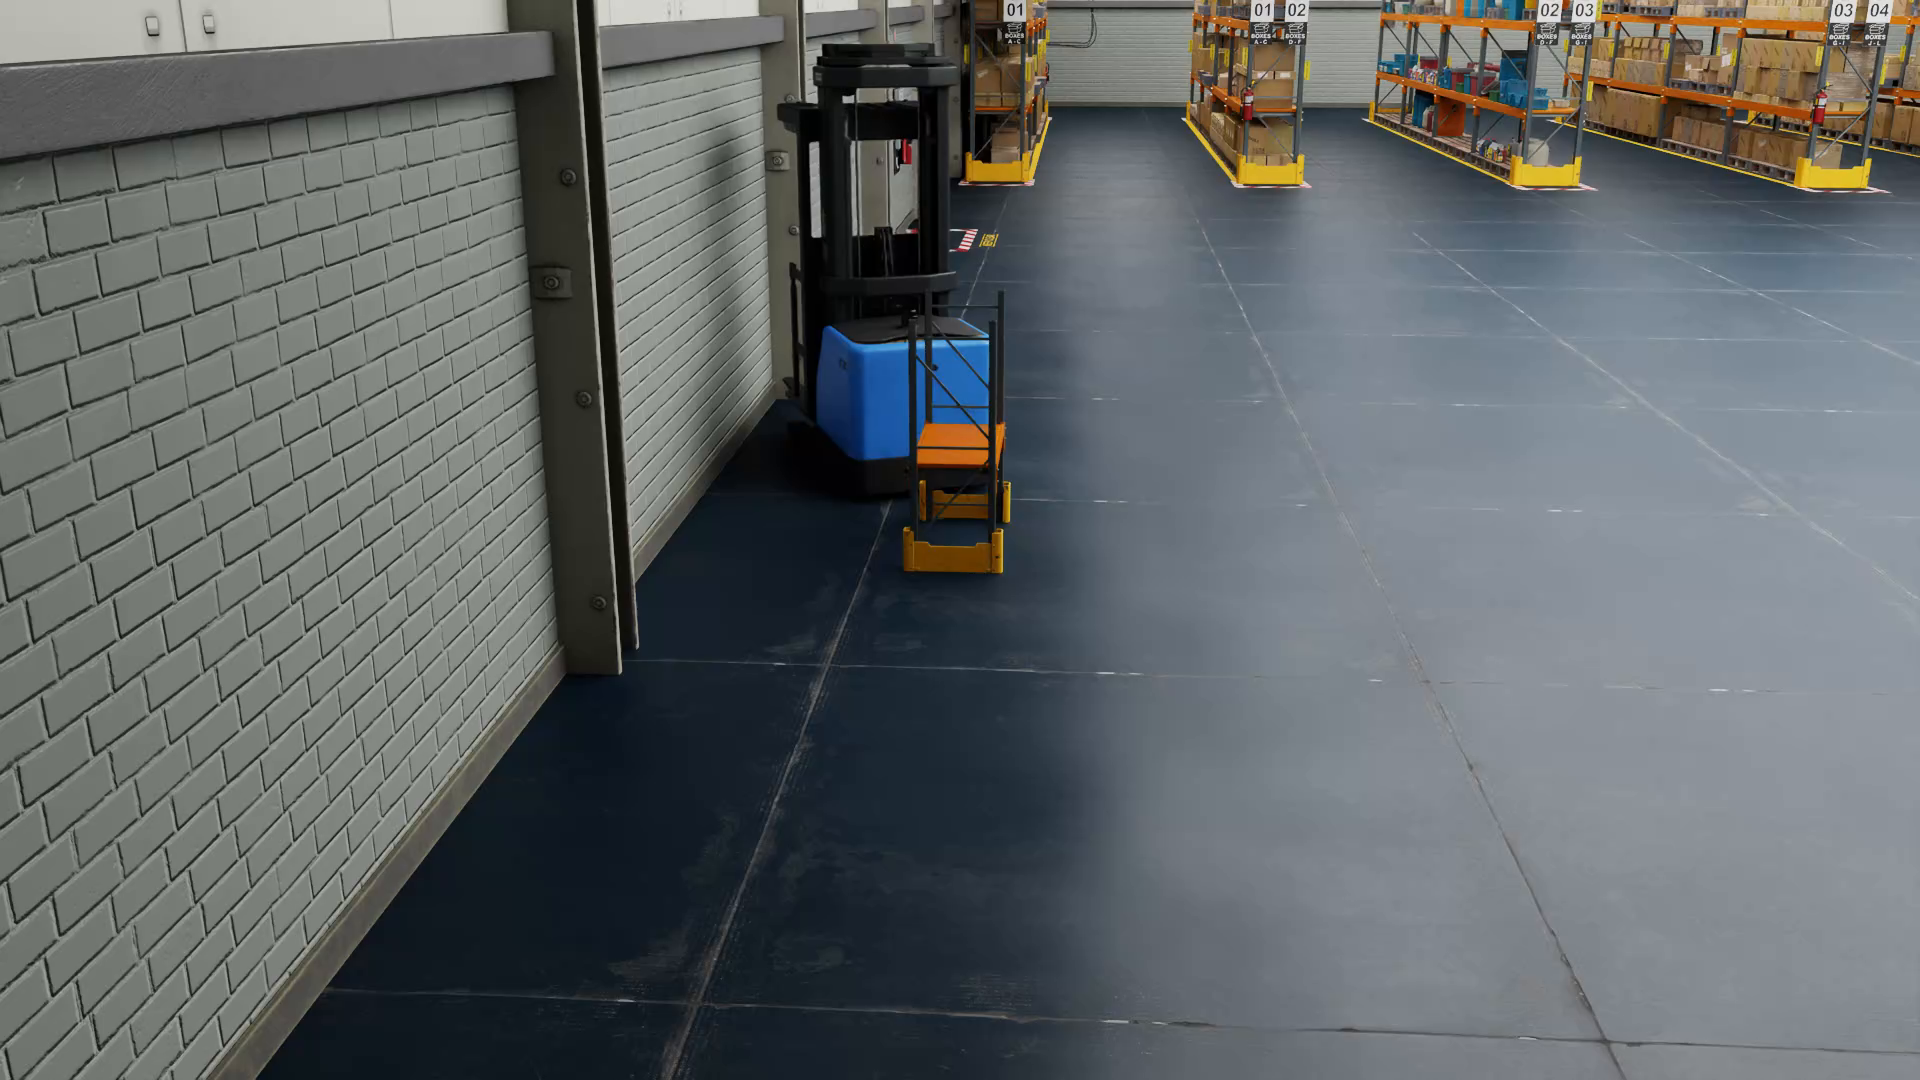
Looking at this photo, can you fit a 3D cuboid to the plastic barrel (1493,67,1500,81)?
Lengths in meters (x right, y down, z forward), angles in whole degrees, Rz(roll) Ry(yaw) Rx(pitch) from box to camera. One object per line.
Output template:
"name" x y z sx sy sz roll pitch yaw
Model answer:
"plastic barrel" 11.137 -9.409 34.102 0.433 0.535 0.433 0 18 0

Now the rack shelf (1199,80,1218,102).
"rack shelf" 6.339 -10.685 39.371 1.077 0.370 4.000 1 18 4

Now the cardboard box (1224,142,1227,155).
"cardboard box" 5.532 -7.764 33.042 0.500 0.250 0.500 1 18 4

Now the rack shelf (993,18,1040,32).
"rack shelf" 1.111 -10.978 35.446 1.077 0.370 4.000 1 18 4

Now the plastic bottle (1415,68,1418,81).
"plastic bottle" 10.907 -11.101 39.671 0.061 0.283 0.133 1 18 4

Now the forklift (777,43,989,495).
"forklift" -0.683 -2.114 12.167 1.130 2.935 3.031 -6 19 -17

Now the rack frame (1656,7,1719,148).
"rack frame" 16.076 -10.184 36.685 1.000 3.000 0.127 1 18 4

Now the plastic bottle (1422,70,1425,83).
"plastic bottle" 10.844 -10.828 38.838 0.061 0.283 0.133 1 18 4

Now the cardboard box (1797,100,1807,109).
"cardboard box" 15.302 -7.829 29.903 0.380 0.149 0.250 1 18 4

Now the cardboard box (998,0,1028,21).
"cardboard box" 0.954 -9.611 29.929 0.500 0.500 0.500 2 18 5

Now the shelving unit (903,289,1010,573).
"shelving unit" -0.005 -0.689 10.117 0.587 1.500 1.083 1 18 4

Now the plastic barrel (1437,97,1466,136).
"plastic barrel" 11.154 -9.615 37.760 0.600 0.830 0.708 1 18 4

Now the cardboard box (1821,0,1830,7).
"cardboard box" 15.211 -9.336 28.881 0.380 0.149 0.250 1 18 4

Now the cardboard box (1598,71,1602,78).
"cardboard box" 16.095 -11.568 41.314 0.380 0.149 0.250 1 18 3

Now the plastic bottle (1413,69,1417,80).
"plastic bottle" 10.948 -11.191 39.966 0.097 0.271 0.097 0 18 0

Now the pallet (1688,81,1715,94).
"pallet" 15.975 -9.477 34.836 1.003 0.211 1.213 1 18 4

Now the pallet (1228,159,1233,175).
"pallet" 5.725 -7.213 32.096 1.003 0.211 1.213 1 18 4

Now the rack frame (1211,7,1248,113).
"rack frame" 6.196 -10.406 37.363 1.000 3.000 0.127 1 18 4

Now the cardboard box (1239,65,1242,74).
"cardboard box" 5.624 -9.123 32.245 0.380 0.149 0.250 1 18 2

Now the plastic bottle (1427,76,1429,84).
"plastic bottle" 10.824 -10.623 38.346 0.097 0.201 0.097 0 18 0

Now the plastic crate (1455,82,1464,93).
"plastic crate" 10.693 -9.498 34.934 0.450 0.188 0.662 1 18 4

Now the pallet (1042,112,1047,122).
"pallet" 1.849 -11.425 44.951 1.003 0.211 1.213 1 18 4

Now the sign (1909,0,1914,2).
"sign" 20.475 -11.725 35.742 0.100 0.325 0.005 1 18 4

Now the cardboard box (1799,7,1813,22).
"cardboard box" 15.317 -9.364 29.606 0.500 0.250 0.500 1 18 4

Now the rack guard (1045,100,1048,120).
"rack guard" 1.830 -11.820 45.692 1.175 0.500 0.348 1 18 4

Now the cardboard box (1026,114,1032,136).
"cardboard box" 1.255 -9.312 37.332 0.700 0.500 0.500 2 18 5

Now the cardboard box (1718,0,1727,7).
"cardboard box" 15.824 -11.040 34.181 0.380 0.166 0.250 1 18 2

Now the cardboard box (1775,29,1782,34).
"cardboard box" 21.263 -12.900 42.730 0.500 0.500 0.500 2 18 6

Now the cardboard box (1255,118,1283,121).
"cardboard box" 6.014 -7.954 32.416 0.500 0.500 0.500 1 18 4

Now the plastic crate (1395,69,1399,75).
"plastic crate" 11.235 -11.788 41.926 0.437 0.125 0.590 1 18 4

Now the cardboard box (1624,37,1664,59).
"cardboard box" 16.325 -11.752 39.698 0.797 0.503 0.637 1 18 2

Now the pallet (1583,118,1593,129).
"pallet" 16.580 -10.715 42.785 1.003 0.211 1.213 1 18 4

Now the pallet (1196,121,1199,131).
"pallet" 6.533 -10.536 42.240 1.003 0.211 1.213 1 18 4

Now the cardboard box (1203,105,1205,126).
"cardboard box" 6.134 -10.204 40.054 0.500 0.500 0.500 2 18 5

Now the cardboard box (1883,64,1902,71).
"cardboard box" 20.597 -10.427 36.678 0.380 0.149 0.250 2 18 5

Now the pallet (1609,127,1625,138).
"pallet" 16.383 -9.860 40.174 1.003 0.211 1.213 1 18 4

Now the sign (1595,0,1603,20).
"sign" 11.111 -9.226 28.929 0.100 0.325 0.005 1 18 4

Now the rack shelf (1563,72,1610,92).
"rack shelf" 16.506 -11.705 42.484 1.077 0.370 4.000 1 18 4

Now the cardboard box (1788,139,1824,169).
"cardboard box" 15.573 -7.091 30.586 0.500 0.500 0.500 6 19 18

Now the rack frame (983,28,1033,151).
"rack frame" 0.968 -9.273 33.906 1.000 3.000 0.127 1 18 4

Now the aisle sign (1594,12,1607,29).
"aisle sign" 16.954 -13.919 43.910 0.394 0.787 0.004 1 18 4

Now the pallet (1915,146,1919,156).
"pallet" 20.794 -8.095 34.790 1.003 0.211 1.213 1 18 4

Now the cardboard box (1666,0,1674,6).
"cardboard box" 16.048 -12.049 36.719 0.797 0.503 0.637 2 18 7

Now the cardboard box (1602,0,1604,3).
"cardboard box" 16.517 -13.892 42.189 0.700 0.500 0.500 0 18 0

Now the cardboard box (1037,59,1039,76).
"cardboard box" 1.545 -10.859 38.075 0.500 0.500 0.500 2 18 6

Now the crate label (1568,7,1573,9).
"crate label" 11.026 -9.738 30.747 0.502 0.251 0.408 1 18 4

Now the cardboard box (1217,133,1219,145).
"cardboard box" 5.724 -8.508 35.312 0.500 0.250 0.500 2 18 5

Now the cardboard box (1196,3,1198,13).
"cardboard box" 6.396 -13.781 43.085 0.500 0.250 0.500 1 18 4

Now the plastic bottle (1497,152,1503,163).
"plastic bottle" 10.257 -7.269 31.577 0.097 0.201 0.097 0 18 0

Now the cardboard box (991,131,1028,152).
"cardboard box" 0.964 -7.669 32.317 0.700 0.500 0.500 0 18 0

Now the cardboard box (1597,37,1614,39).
"cardboard box" 16.877 -12.938 43.648 0.500 0.500 0.500 2 18 5

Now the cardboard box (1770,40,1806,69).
"cardboard box" 15.408 -9.005 30.844 0.500 0.500 0.500 1 18 4
